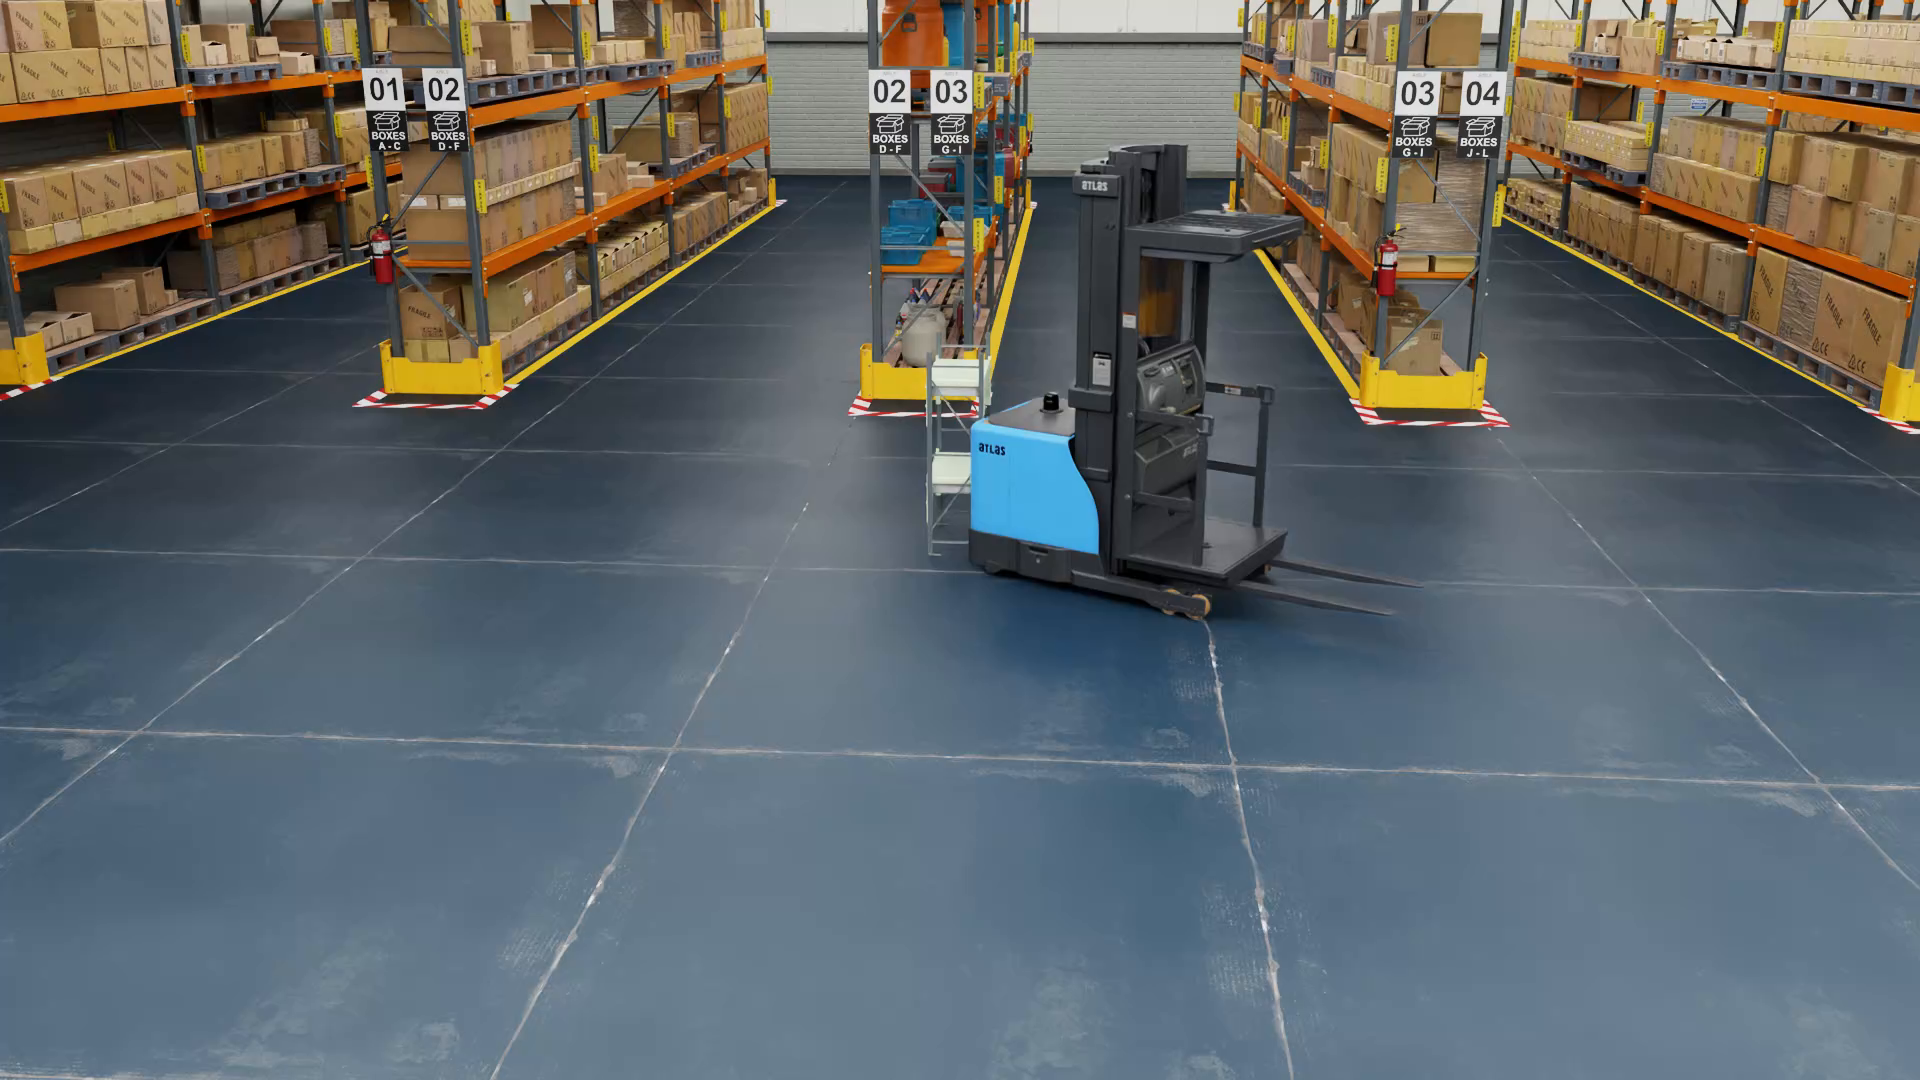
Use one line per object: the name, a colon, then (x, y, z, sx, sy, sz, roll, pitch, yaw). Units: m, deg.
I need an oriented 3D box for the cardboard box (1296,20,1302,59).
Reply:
cardboard box: (4.855, -6.808, 22.602, 0.500, 0.500, 0.500, 1, 18, 4)

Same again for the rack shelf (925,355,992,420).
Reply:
rack shelf: (-0.003, -1.082, 12.064, 0.431, 0.370, 0.720, 1, 18, 4)

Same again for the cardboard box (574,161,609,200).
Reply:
cardboard box: (-4.913, -4.667, 21.688, 0.500, 0.500, 0.500, 3, 18, 8)

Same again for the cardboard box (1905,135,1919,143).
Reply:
cardboard box: (14.995, -6.132, 25.758, 0.500, 0.250, 0.500, 2, 18, 5)

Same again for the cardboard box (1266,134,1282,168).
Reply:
cardboard box: (5.079, -6.079, 25.996, 0.500, 0.500, 0.500, 1, 18, 3)

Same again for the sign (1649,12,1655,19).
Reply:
sign: (10.926, -8.185, 26.305, 0.100, 0.325, 0.005, 1, 18, 4)

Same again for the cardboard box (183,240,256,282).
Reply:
cardboard box: (-9.940, -3.739, 22.324, 0.700, 0.500, 0.500, 1, 18, 3)

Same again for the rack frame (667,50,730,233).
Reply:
rack frame: (-4.448, -6.702, 28.060, 1.000, 3.000, 0.127, 1, 18, 4)

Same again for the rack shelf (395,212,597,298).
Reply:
rack shelf: (-5.165, -3.255, 18.694, 1.077, 0.370, 4.000, 1, 18, 4)

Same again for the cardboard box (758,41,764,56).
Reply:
cardboard box: (-3.935, -9.133, 30.903, 0.500, 0.250, 0.500, 1, 18, 4)

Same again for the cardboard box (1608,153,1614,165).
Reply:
cardboard box: (9.722, -5.573, 24.344, 0.380, 0.149, 0.250, 1, 18, 3)

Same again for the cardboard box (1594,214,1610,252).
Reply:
cardboard box: (9.935, -4.643, 25.116, 0.500, 0.500, 0.500, 0, 18, 1)

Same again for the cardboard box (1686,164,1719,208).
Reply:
cardboard box: (9.676, -4.540, 21.302, 0.500, 0.500, 0.500, 1, 18, 3)

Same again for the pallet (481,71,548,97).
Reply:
pallet: (-5.147, -4.958, 18.061, 1.003, 0.211, 1.213, 1, 18, 4)

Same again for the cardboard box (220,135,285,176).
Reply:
cardboard box: (-9.767, -5.292, 22.890, 0.700, 0.500, 0.500, 1, 18, 4)

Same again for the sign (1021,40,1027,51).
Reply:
sign: (1.041, -8.007, 27.211, 0.100, 0.325, 0.005, 1, 18, 4)

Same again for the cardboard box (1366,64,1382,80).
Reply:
cardboard box: (4.381, -4.794, 17.019, 0.380, 0.149, 0.250, 0, 18, 1)

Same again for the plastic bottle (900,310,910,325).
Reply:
plastic bottle: (-0.628, -2.436, 18.708, 0.152, 0.276, 0.135, 1, 18, 4)

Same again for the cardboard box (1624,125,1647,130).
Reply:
cardboard box: (10.481, -6.327, 25.687, 0.380, 0.149, 0.250, 1, 18, 4)

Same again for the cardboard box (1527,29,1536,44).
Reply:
cardboard box: (10.332, -8.879, 29.325, 0.500, 0.250, 0.500, 1, 18, 3)

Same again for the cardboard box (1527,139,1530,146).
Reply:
cardboard box: (10.377, -7.122, 29.743, 0.380, 0.149, 0.250, 2, 18, 6)

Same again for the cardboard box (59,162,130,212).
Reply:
cardboard box: (-9.802, -3.995, 18.803, 0.500, 0.500, 0.500, 2, 18, 6)

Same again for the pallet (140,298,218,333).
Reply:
pallet: (-9.976, -2.793, 20.606, 1.003, 0.211, 1.213, 1, 18, 4)

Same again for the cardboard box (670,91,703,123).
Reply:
cardboard box: (-4.670, -7.388, 28.386, 0.500, 0.500, 0.500, 1, 18, 4)

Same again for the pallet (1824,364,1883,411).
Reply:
pallet: (9.491, -1.536, 16.771, 1.003, 0.211, 1.213, 1, 18, 4)

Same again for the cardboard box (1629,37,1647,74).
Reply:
cardboard box: (9.896, -6.907, 23.707, 0.500, 0.500, 0.500, 1, 18, 4)

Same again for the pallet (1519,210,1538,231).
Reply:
pallet: (10.470, -5.602, 29.181, 1.003, 0.211, 1.213, 1, 18, 4)

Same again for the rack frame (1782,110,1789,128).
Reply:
rack frame: (15.604, -7.501, 30.498, 1.000, 3.000, 0.127, 1, 18, 4)

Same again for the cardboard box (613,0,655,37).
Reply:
cardboard box: (-4.697, -7.543, 24.043, 0.500, 0.500, 0.500, 1, 18, 4)

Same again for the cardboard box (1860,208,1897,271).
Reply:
cardboard box: (9.511, -2.970, 16.428, 0.875, 0.550, 0.550, 1, 18, 4)

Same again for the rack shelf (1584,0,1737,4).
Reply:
rack shelf: (10.229, -8.036, 24.292, 1.077, 0.370, 4.000, 1, 18, 4)

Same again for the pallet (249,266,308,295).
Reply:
pallet: (-9.824, -3.624, 23.143, 1.003, 0.211, 1.213, 1, 18, 4)

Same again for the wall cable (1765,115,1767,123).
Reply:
wall cable: (17.400, -9.708, 35.600, 0.588, 1.984, 0.122, 1, 18, 4)

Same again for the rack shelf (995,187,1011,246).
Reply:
rack shelf: (0.062, -4.385, 22.144, 1.077, 0.370, 4.000, 1, 18, 4)

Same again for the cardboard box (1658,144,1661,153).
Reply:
cardboard box: (10.371, -5.708, 24.278, 0.380, 0.149, 0.250, 1, 18, 4)

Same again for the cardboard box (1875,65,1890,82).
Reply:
cardboard box: (9.271, -4.591, 16.368, 0.380, 0.149, 0.250, 1, 18, 3)

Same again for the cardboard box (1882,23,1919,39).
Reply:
cardboard box: (9.272, -4.970, 16.245, 0.380, 0.149, 0.250, 1, 18, 4)

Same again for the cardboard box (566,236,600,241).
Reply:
cardboard box: (-5.170, -3.982, 22.599, 0.500, 0.311, 0.500, 1, 18, 3)

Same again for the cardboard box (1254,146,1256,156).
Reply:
cardboard box: (5.146, -6.543, 27.977, 0.380, 0.149, 0.250, 2, 18, 5)

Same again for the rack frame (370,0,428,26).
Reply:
rack frame: (-9.389, -9.663, 27.460, 1.000, 3.000, 0.127, 1, 18, 4)

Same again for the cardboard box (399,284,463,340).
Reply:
cardboard box: (-5.567, -2.398, 17.461, 0.500, 0.500, 0.500, 1, 18, 4)

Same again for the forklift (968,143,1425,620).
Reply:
forklift: (1.577, -1.060, 10.950, 3.031, 2.935, 1.130, 11, 21, 31)

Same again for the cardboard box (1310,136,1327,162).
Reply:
cardboard box: (5.147, -5.316, 22.995, 0.500, 0.500, 0.500, -1, 18, -3)

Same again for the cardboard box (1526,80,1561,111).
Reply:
cardboard box: (10.273, -7.793, 29.144, 0.500, 0.500, 0.500, 1, 18, 3)

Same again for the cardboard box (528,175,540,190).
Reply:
cardboard box: (-4.936, -4.007, 18.633, 0.380, 0.149, 0.250, 2, 18, 6)

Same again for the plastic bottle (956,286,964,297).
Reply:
plastic bottle: (0.016, -2.853, 19.860, 0.144, 0.351, 0.185, 1, 18, 4)

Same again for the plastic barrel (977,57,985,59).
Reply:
plastic barrel: (0.239, -6.622, 23.247, 0.294, 0.245, 0.294, 0, 18, 0)

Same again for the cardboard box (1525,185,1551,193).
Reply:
cardboard box: (10.272, -6.224, 29.549, 0.380, 0.149, 0.250, 2, 18, 6)

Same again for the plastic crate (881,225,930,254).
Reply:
plastic crate: (-0.579, -3.157, 17.478, 0.499, 0.251, 0.408, 1, 18, 4)

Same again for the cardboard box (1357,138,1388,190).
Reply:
cardboard box: (4.433, -3.904, 17.276, 0.500, 0.500, 0.500, 1, 18, 4)

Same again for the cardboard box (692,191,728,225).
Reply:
cardboard box: (-4.198, -5.564, 27.894, 0.500, 0.500, 0.500, 1, 18, 4)

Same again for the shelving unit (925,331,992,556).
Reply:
shelving unit: (-0.004, -0.712, 12.186, 0.431, 1.500, 0.755, 1, 18, 4)

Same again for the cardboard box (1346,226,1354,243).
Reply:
cardboard box: (4.449, -3.350, 18.232, 0.380, 0.149, 0.250, 1, 18, 4)

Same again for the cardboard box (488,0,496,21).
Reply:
cardboard box: (-8.883, -9.778, 30.832, 0.500, 0.500, 0.500, 1, 18, 4)

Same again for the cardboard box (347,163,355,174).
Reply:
cardboard box: (-9.395, -5.635, 25.173, 0.380, 0.149, 0.250, 2, 18, 5)

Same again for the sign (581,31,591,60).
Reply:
sign: (-4.468, -5.914, 19.881, 0.100, 0.325, 0.005, 1, 18, 4)

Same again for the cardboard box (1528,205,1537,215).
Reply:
cardboard box: (10.205, -5.789, 29.176, 0.380, 0.149, 0.250, 1, 18, 4)
